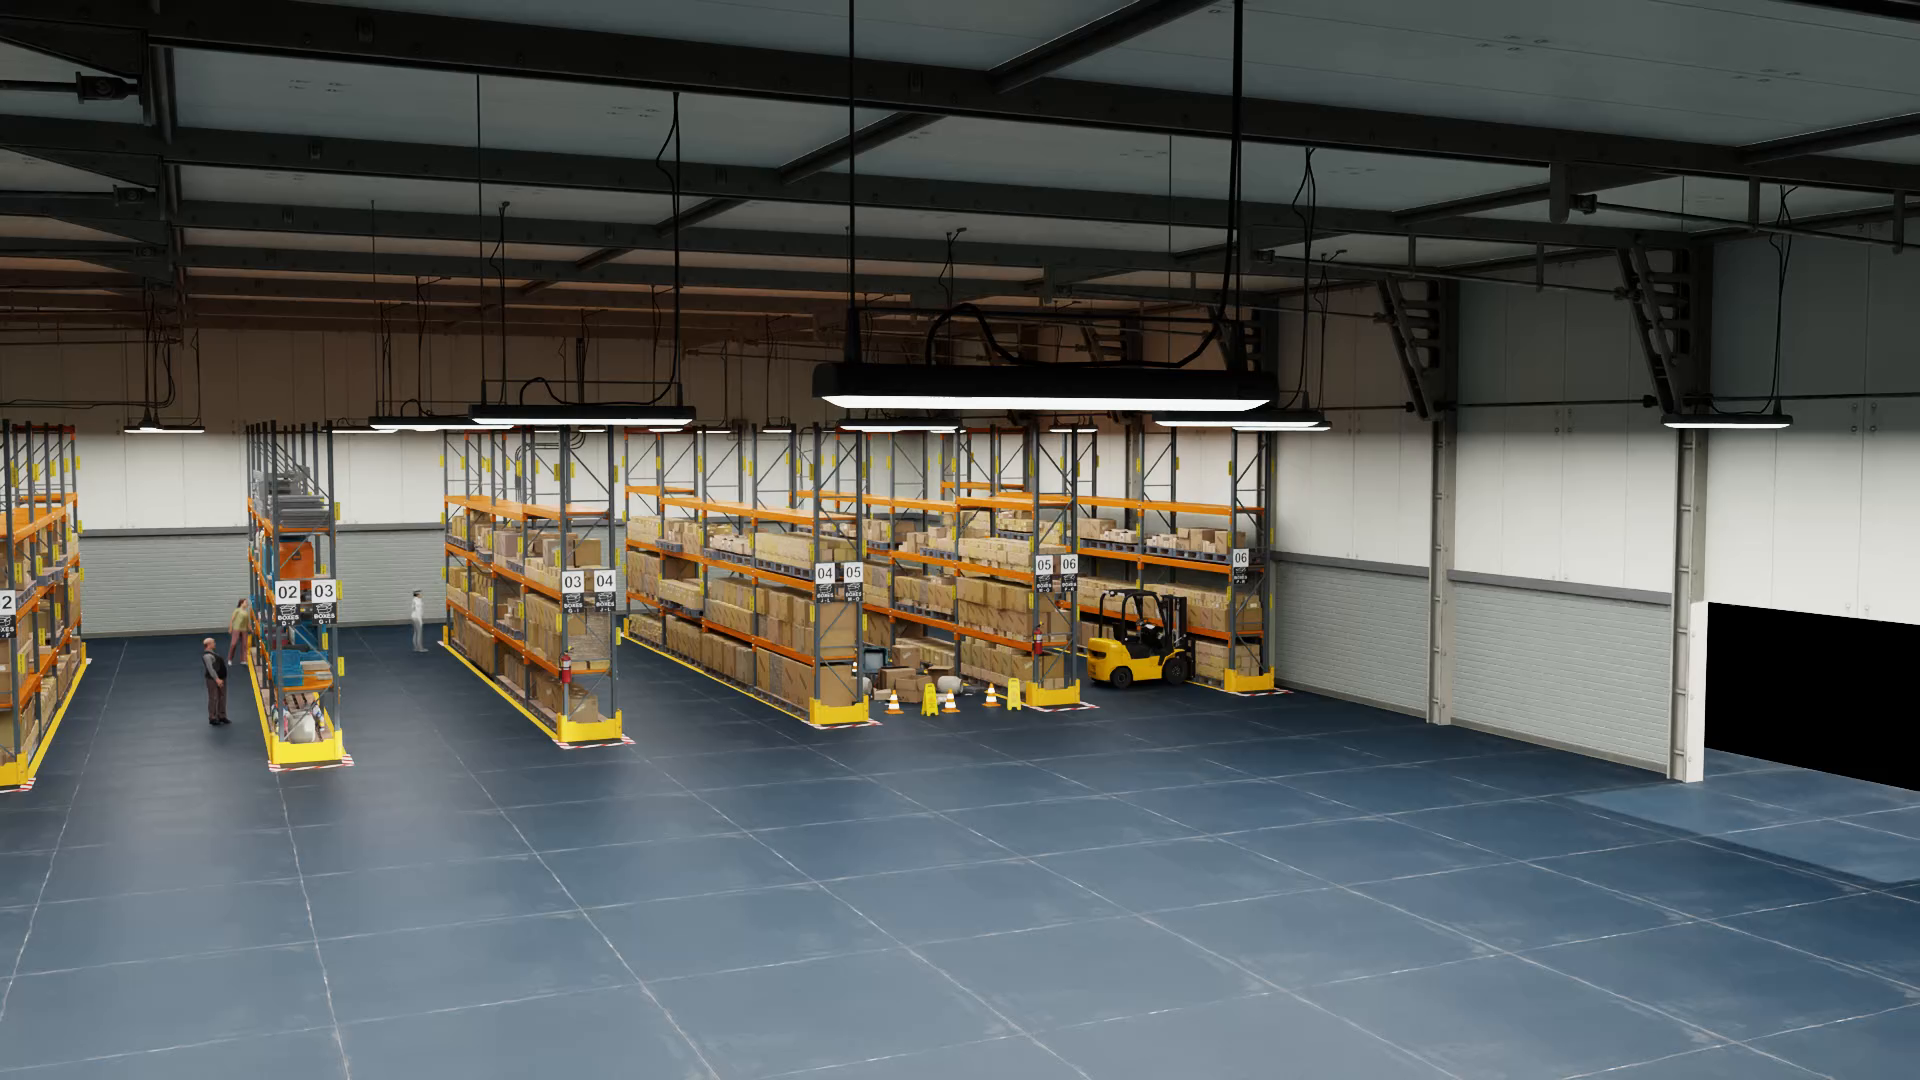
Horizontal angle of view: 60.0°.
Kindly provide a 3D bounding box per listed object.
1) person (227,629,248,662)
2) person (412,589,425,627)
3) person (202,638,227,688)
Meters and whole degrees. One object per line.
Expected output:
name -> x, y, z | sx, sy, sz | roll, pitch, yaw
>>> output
person -> -18.043, 2.583, 41.524 | 0.304, 0.965, 0.504 | 3, 5, 39
person -> -14.341, 1.788, 44.045 | 0.336, 1.005, 0.525 | -2, 4, -28
person -> -14.759, 2.437, 33.017 | 0.579, 0.991, 0.607 | 1, 4, 14
